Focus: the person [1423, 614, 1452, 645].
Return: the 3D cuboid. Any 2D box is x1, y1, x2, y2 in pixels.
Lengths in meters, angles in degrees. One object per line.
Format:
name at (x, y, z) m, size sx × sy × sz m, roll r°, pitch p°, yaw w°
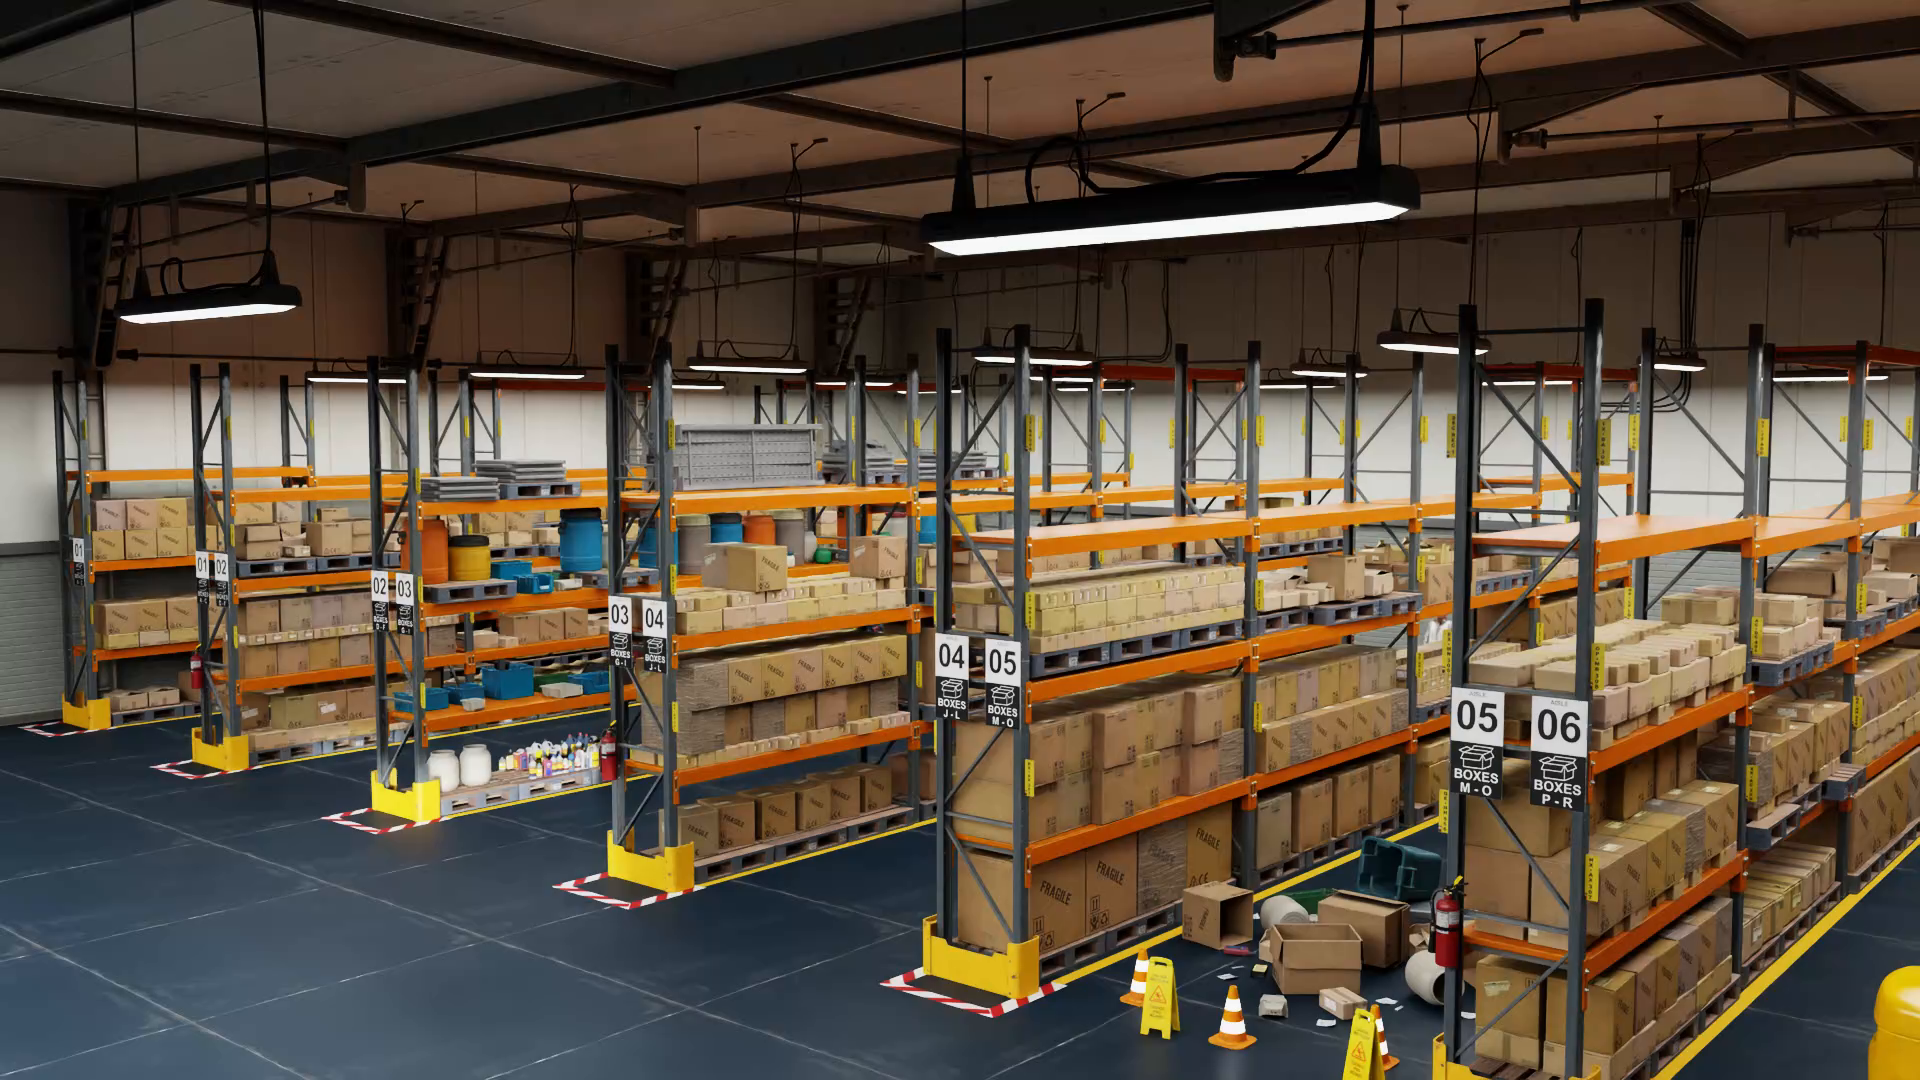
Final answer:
person at (8.951, 2.061, 31.026) m, size 0.608 × 1.721 × 1.084 m, roll 3°, pitch 5°, yaw 37°
